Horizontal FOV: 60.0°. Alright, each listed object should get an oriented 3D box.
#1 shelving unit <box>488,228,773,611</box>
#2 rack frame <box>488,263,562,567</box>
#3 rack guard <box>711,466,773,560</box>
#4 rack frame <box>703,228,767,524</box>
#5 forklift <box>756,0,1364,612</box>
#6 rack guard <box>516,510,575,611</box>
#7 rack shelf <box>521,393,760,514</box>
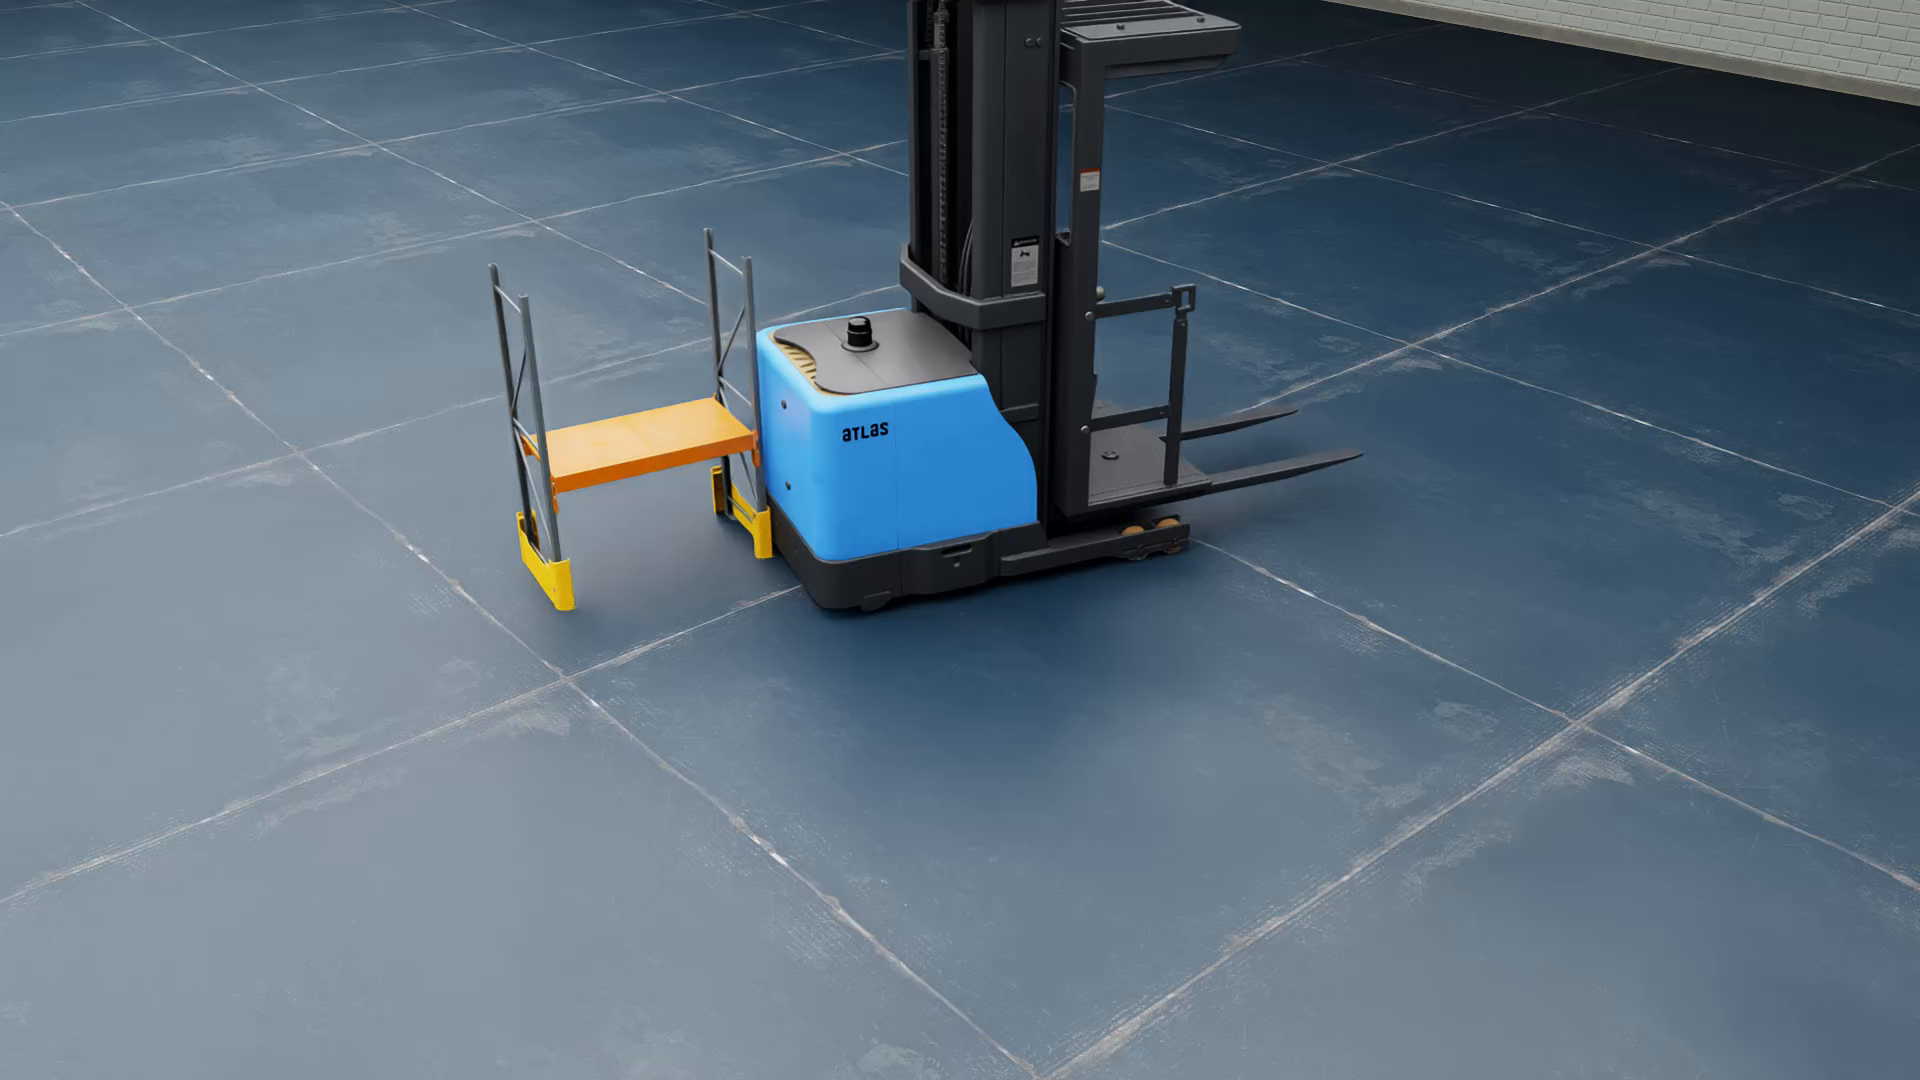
[{"bbox_3d":[-1.516,-0.577,7.738,1.083,1.500,0.587,-15,32,-26],"label":"shelving unit"},{"bbox_3d":[-1.950,-0.460,7.520,0.032,1.500,0.500,-15,32,-26],"label":"rack frame"},{"bbox_3d":[-1.084,-0.141,8.250,0.087,0.250,0.587,-15,32,-26],"label":"rack guard"},{"bbox_3d":[-1.067,-0.697,7.963,0.032,1.500,0.500,-15,32,-26],"label":"rack frame"},{"bbox_3d":[0.572,-1.408,7.775,3.031,2.935,1.130,-11,30,-20],"label":"forklift"},{"bbox_3d":[-1.949,0.091,7.815,0.087,0.250,0.587,-15,32,-26],"label":"rack guard"},{"bbox_3d":[-1.509,-0.420,7.826,1.000,0.185,0.538,-15,32,-26],"label":"rack shelf"}]
